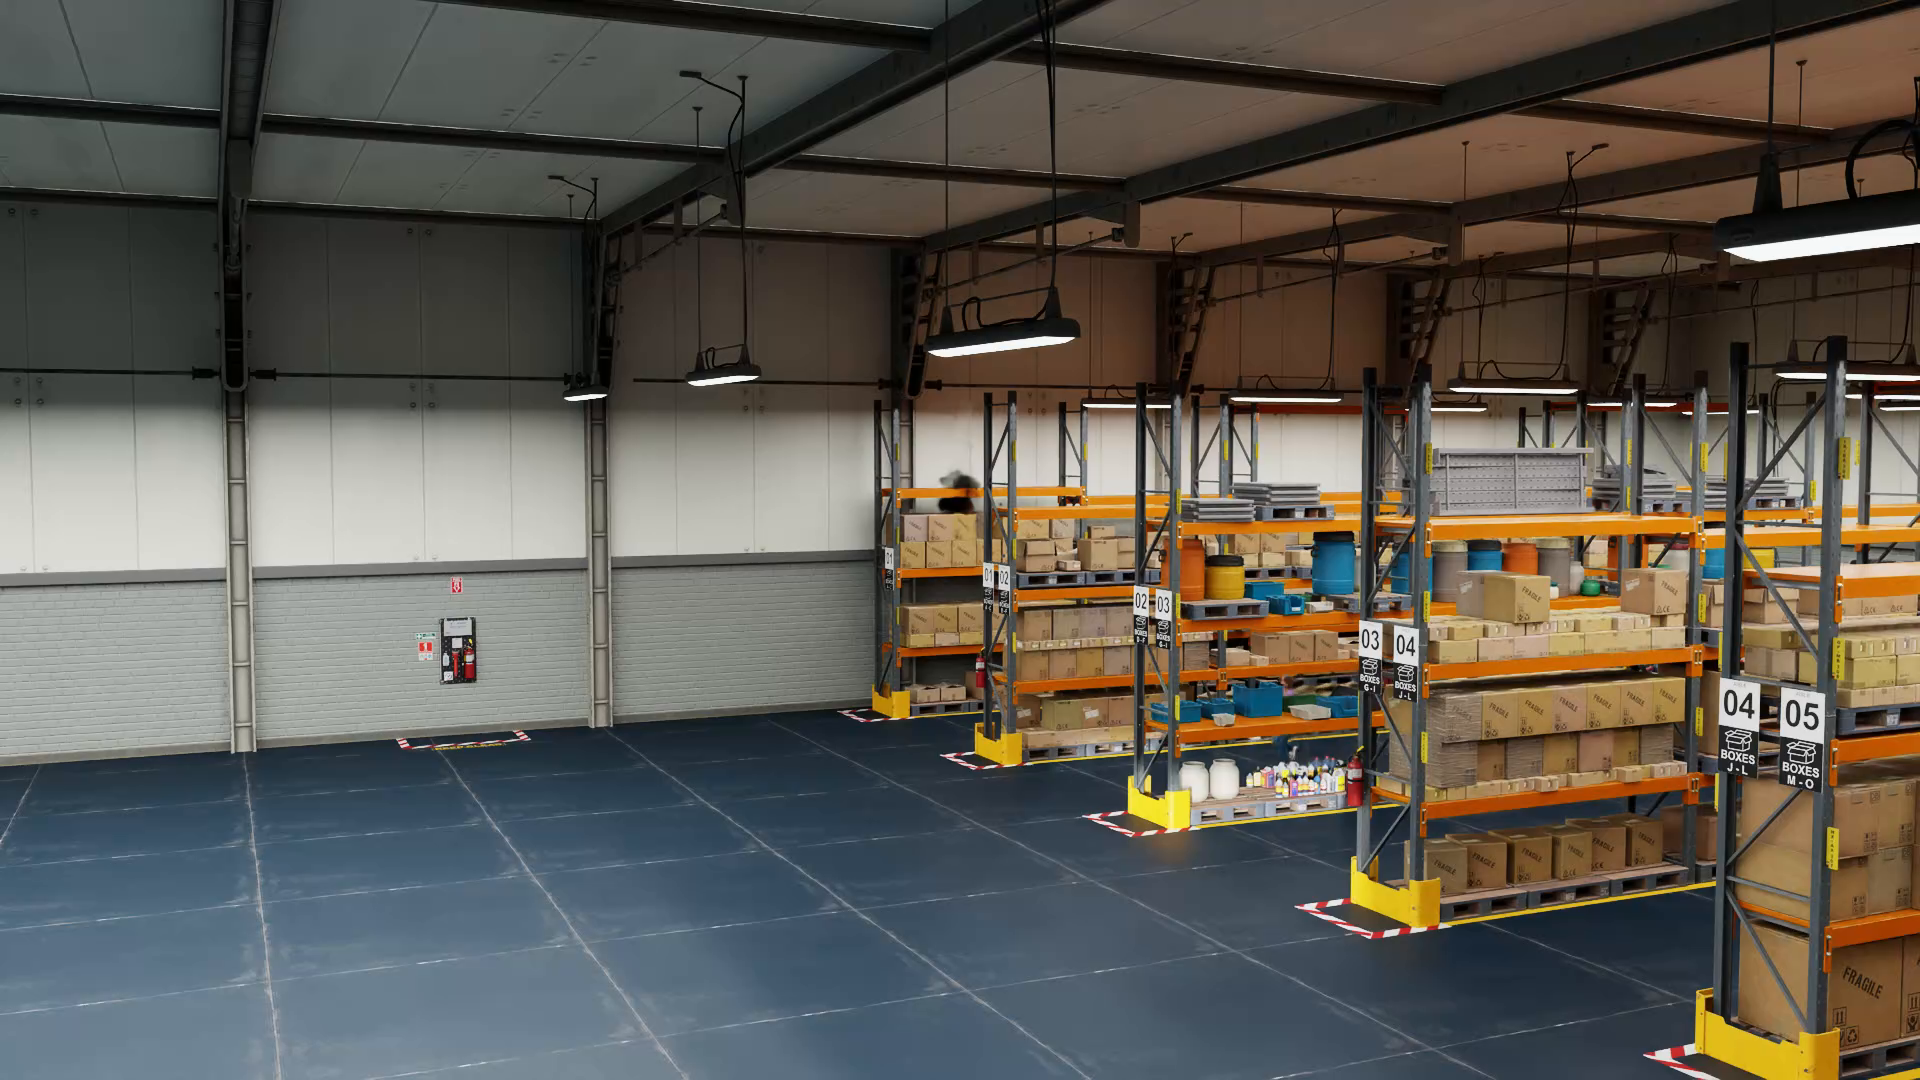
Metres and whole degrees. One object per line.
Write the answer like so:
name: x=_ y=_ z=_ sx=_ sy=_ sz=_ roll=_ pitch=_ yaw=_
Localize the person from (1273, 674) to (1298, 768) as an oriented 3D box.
person: x=5.146 y=2.879 z=26.089 sx=0.576 sy=1.563 sz=0.536 roll=-3 pitch=4 yaw=-42
